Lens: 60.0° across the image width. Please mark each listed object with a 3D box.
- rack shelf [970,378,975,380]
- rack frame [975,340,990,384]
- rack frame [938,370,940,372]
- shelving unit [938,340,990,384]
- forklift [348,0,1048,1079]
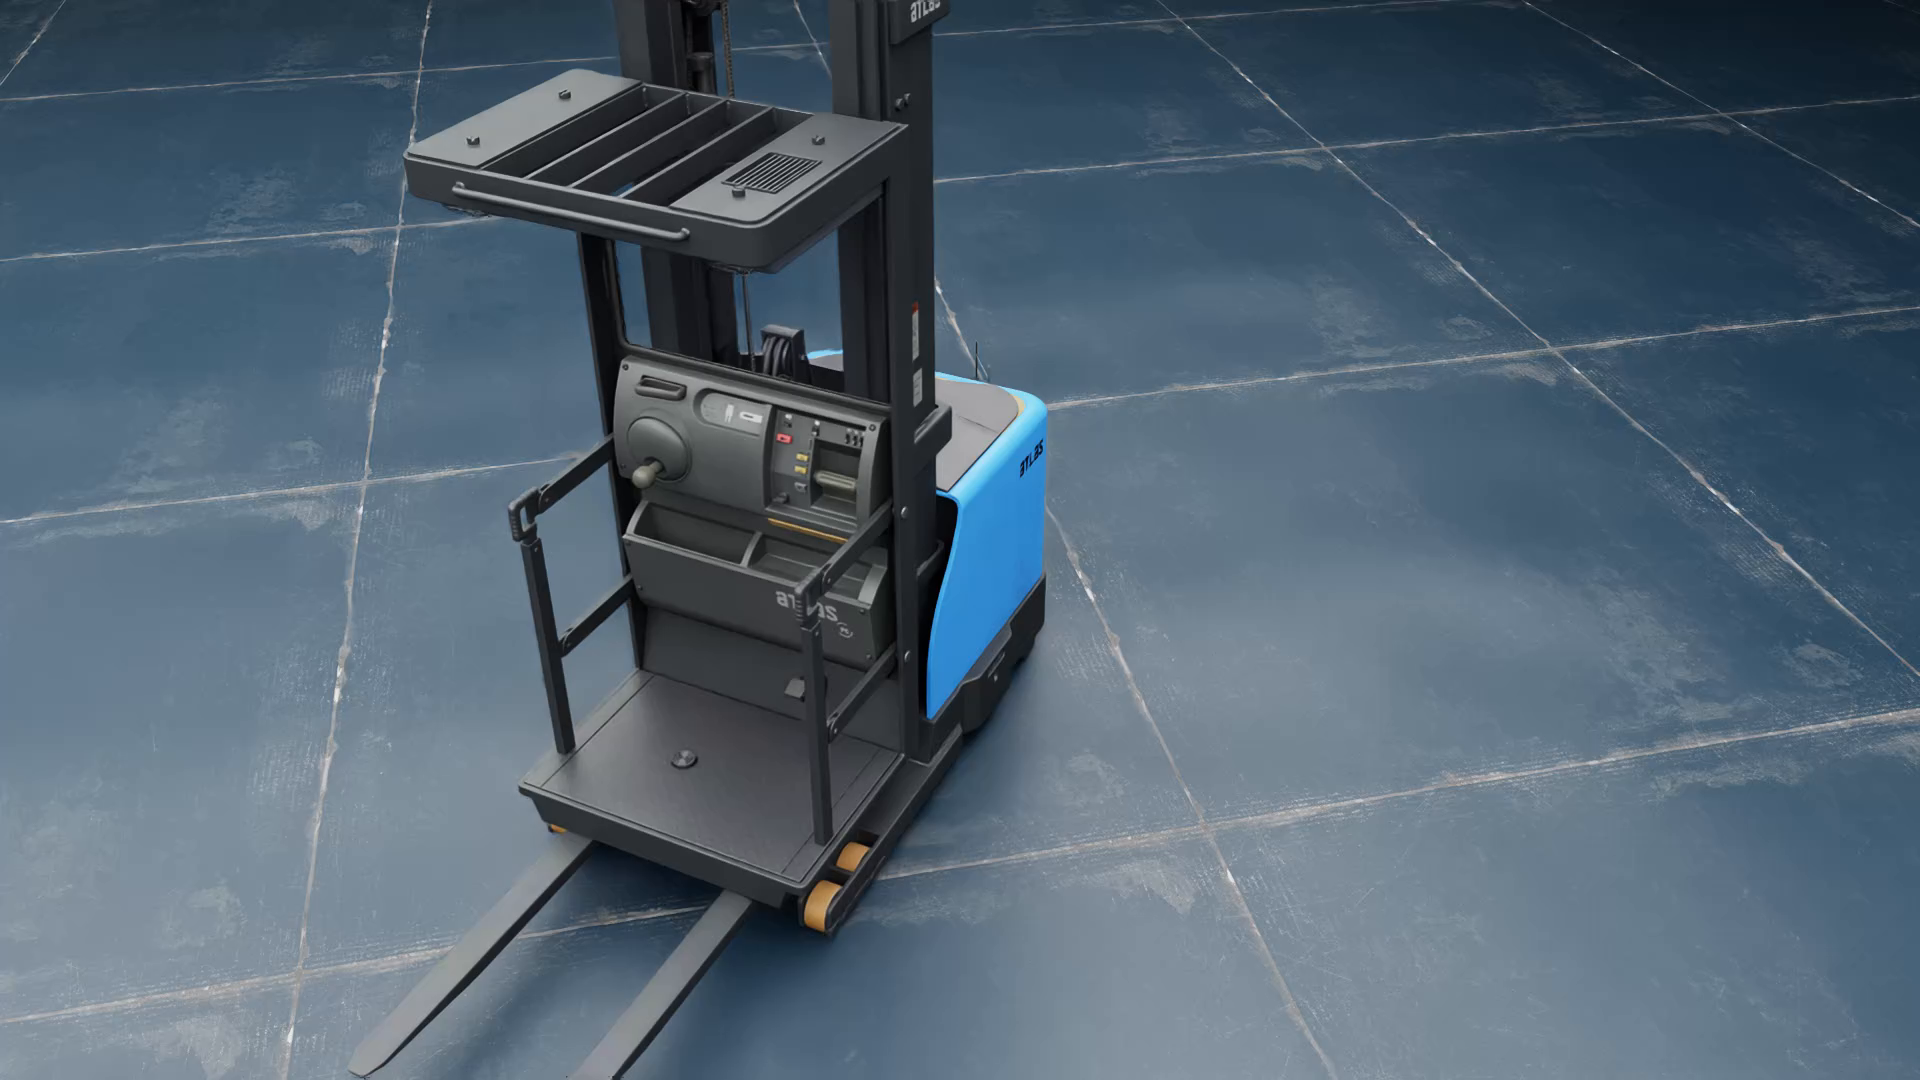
[{"bbox_3d":[-0.008,-0.569,6.866,0.200,0.077,0.258,-7,35,-11],"label":"rack shelf"},{"bbox_3d":[0.091,-0.385,7.016,0.006,0.900,0.240,-7,35,-11],"label":"rack frame"},{"bbox_3d":[-0.107,-0.360,6.979,0.006,0.900,0.240,-7,35,-11],"label":"rack frame"},{"bbox_3d":[-0.008,-0.373,6.998,0.210,0.900,0.258,-7,35,-11],"label":"shelving unit"},{"bbox_3d":[-0.757,-0.232,4.965,1.130,2.935,3.031,15,37,21],"label":"forklift"}]
